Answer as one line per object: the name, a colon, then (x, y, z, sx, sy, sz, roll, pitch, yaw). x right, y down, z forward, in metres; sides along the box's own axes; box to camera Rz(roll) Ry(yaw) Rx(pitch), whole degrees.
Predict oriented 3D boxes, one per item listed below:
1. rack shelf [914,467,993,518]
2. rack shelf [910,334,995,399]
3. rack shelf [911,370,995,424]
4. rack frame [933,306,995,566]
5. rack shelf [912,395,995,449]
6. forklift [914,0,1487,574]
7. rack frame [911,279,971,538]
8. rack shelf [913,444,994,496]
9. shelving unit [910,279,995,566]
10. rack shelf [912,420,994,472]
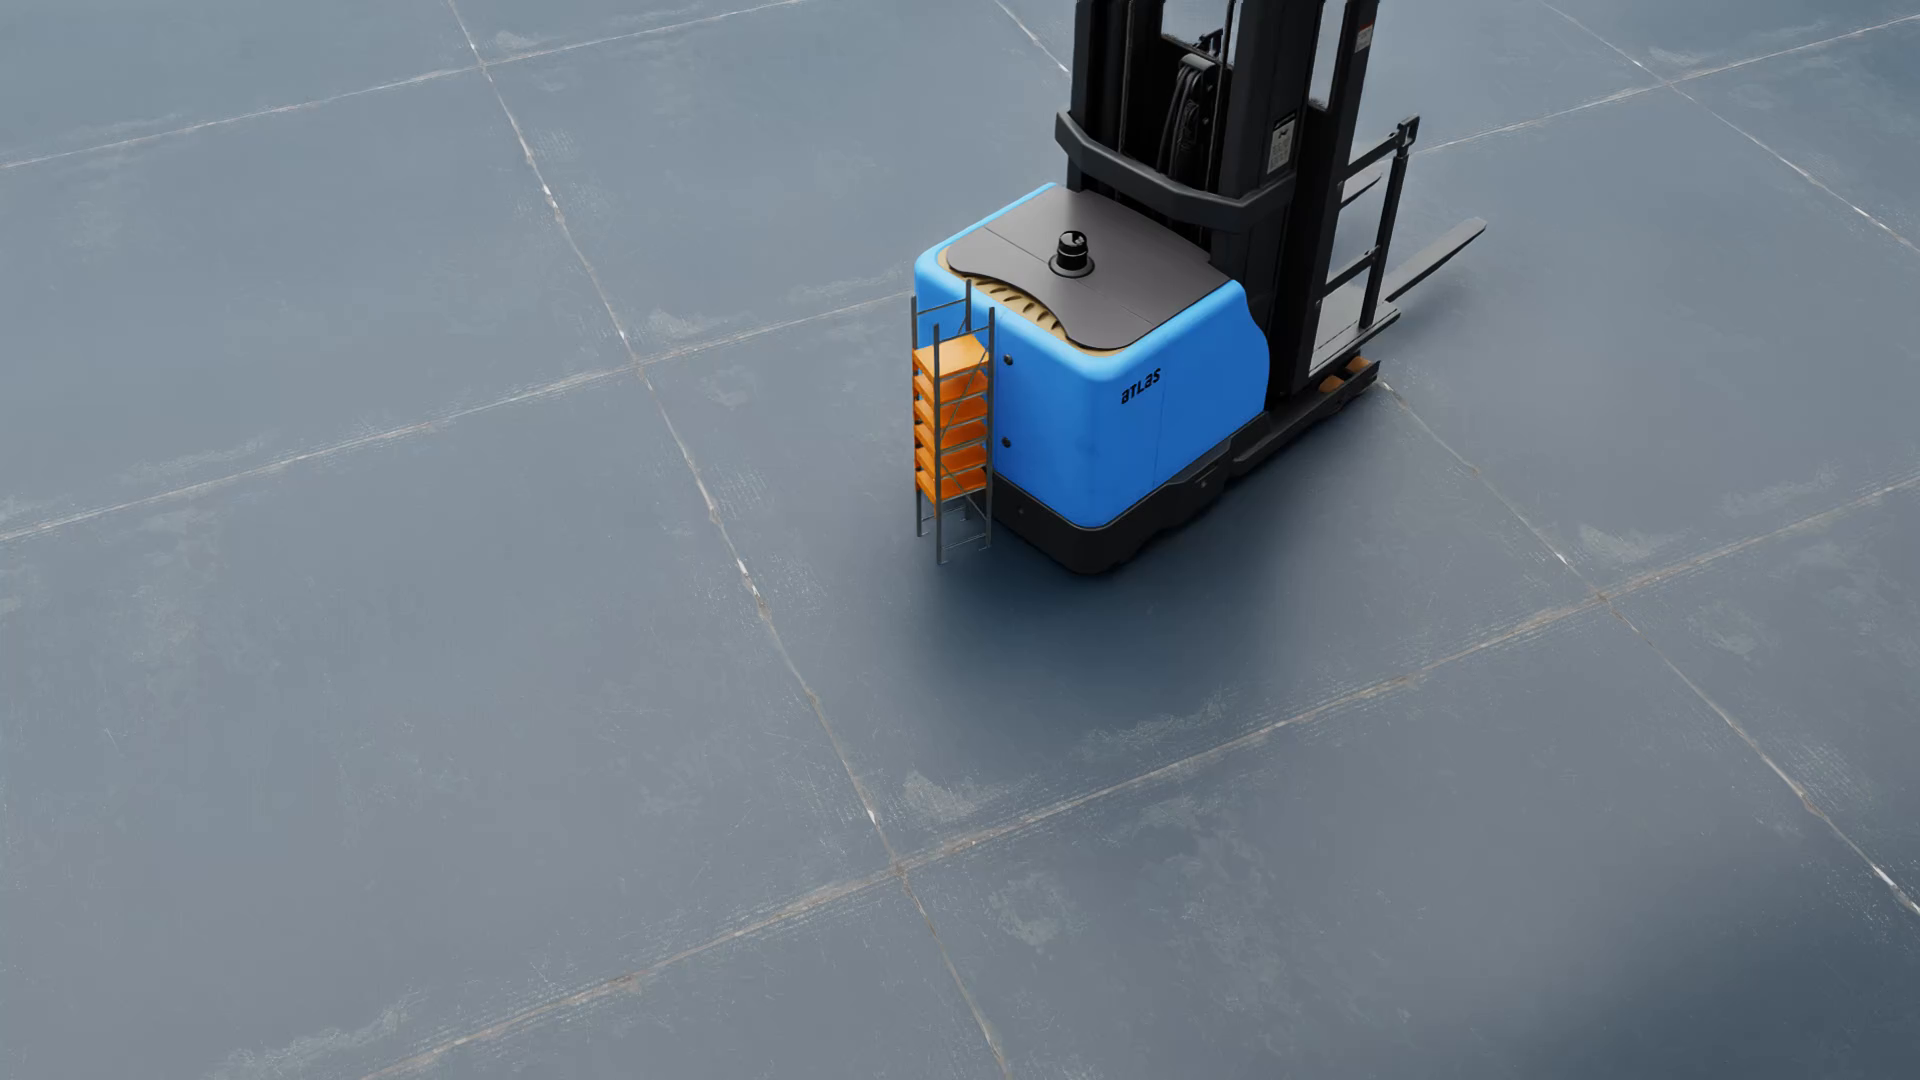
rack shelf: (-0.026, -0.216, 6.519, 0.258, 0.103, 0.180, -19, 48, -19)
rack shelf: (-0.026, -0.643, 6.098, 0.258, 0.103, 0.180, -19, 48, -19)
rack shelf: (-0.026, -0.557, 6.182, 0.258, 0.103, 0.180, -19, 48, -19)
rack frame: (0.015, -0.361, 6.261, 0.240, 1.200, 0.006, -19, 48, -19)
rack shelf: (-0.026, -0.472, 6.267, 0.258, 0.103, 0.180, -19, 48, -19)
forklift: (1.216, -1.833, 6.521, 3.031, 2.935, 1.130, -34, 54, -30)
rack frame: (-0.067, -0.476, 6.378, 0.240, 1.200, 0.006, -19, 48, -19)
rack shelf: (-0.026, -0.301, 6.435, 0.258, 0.103, 0.180, -19, 48, -19)
shelving unit: (-0.026, -0.418, 6.320, 0.258, 1.200, 0.189, -19, 48, -19)
rack shelf: (-0.026, -0.387, 6.351, 0.258, 0.103, 0.180, -19, 48, -19)
